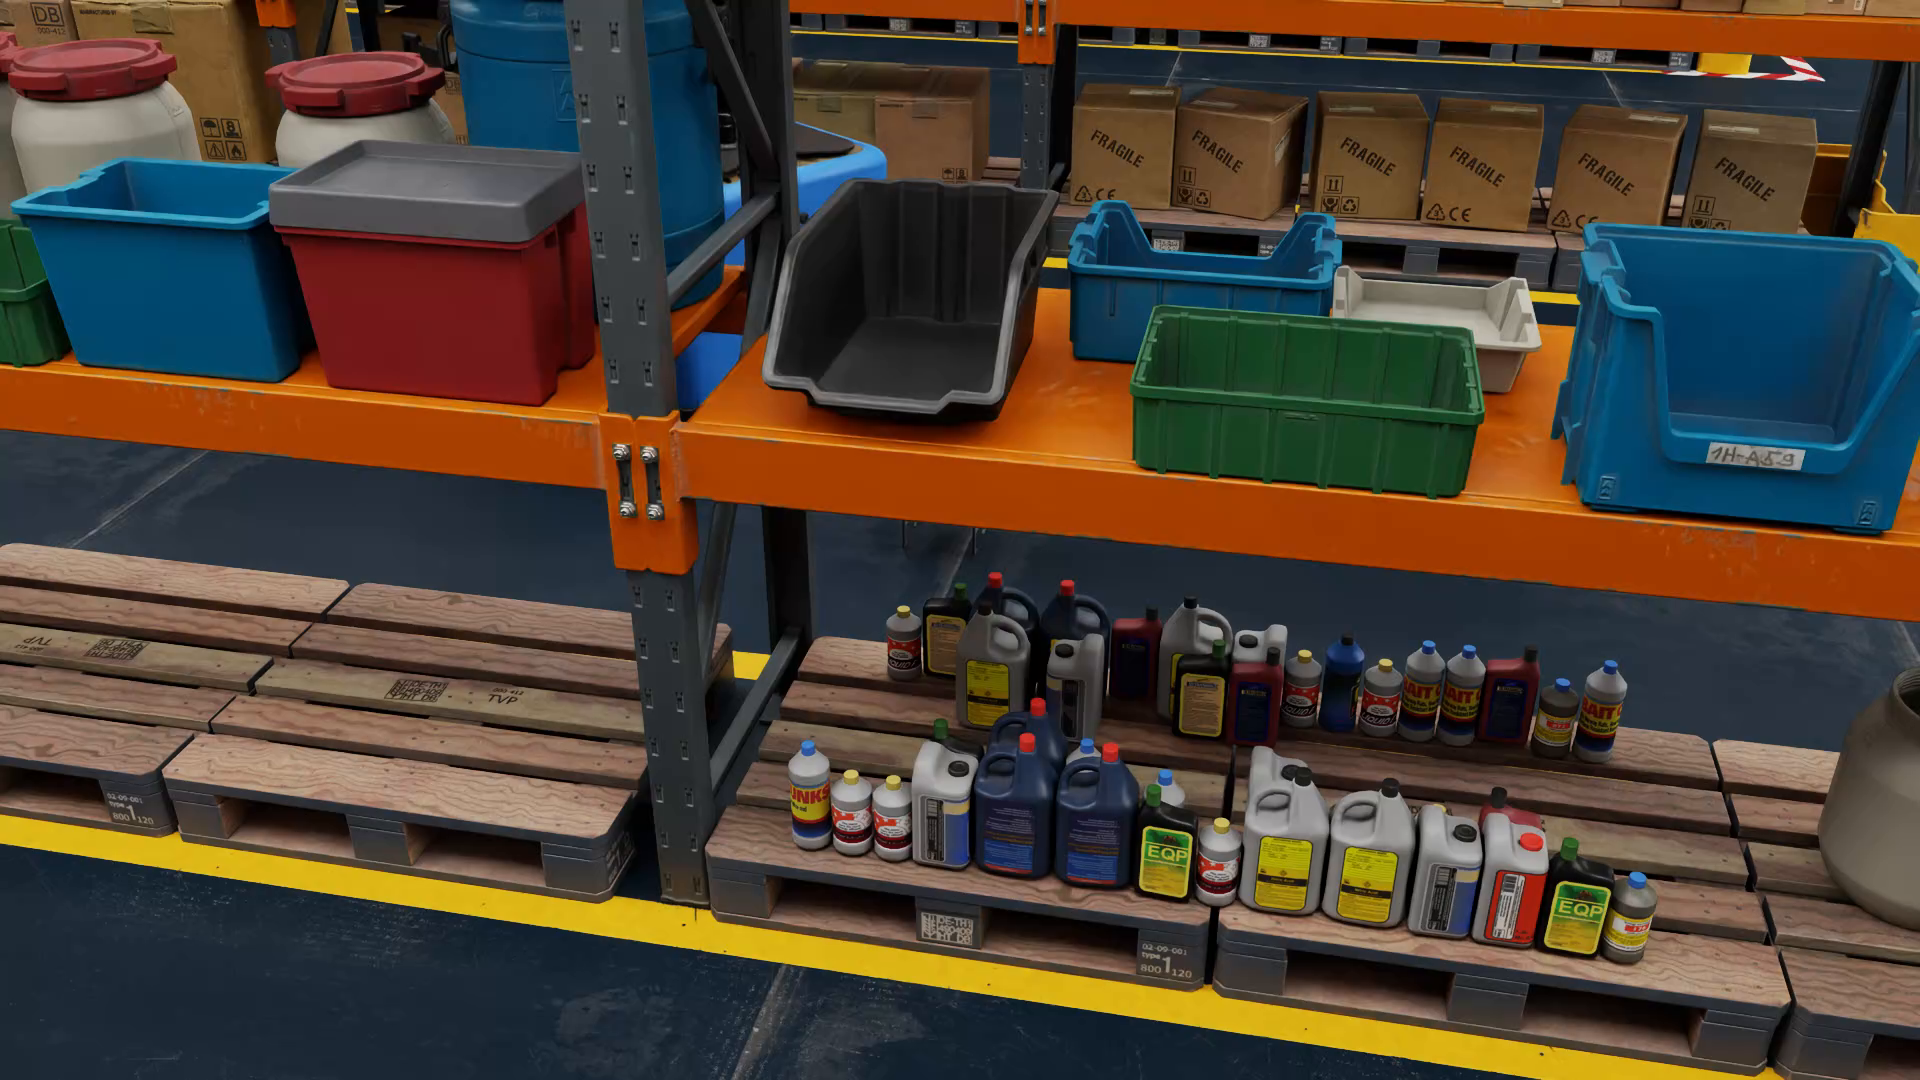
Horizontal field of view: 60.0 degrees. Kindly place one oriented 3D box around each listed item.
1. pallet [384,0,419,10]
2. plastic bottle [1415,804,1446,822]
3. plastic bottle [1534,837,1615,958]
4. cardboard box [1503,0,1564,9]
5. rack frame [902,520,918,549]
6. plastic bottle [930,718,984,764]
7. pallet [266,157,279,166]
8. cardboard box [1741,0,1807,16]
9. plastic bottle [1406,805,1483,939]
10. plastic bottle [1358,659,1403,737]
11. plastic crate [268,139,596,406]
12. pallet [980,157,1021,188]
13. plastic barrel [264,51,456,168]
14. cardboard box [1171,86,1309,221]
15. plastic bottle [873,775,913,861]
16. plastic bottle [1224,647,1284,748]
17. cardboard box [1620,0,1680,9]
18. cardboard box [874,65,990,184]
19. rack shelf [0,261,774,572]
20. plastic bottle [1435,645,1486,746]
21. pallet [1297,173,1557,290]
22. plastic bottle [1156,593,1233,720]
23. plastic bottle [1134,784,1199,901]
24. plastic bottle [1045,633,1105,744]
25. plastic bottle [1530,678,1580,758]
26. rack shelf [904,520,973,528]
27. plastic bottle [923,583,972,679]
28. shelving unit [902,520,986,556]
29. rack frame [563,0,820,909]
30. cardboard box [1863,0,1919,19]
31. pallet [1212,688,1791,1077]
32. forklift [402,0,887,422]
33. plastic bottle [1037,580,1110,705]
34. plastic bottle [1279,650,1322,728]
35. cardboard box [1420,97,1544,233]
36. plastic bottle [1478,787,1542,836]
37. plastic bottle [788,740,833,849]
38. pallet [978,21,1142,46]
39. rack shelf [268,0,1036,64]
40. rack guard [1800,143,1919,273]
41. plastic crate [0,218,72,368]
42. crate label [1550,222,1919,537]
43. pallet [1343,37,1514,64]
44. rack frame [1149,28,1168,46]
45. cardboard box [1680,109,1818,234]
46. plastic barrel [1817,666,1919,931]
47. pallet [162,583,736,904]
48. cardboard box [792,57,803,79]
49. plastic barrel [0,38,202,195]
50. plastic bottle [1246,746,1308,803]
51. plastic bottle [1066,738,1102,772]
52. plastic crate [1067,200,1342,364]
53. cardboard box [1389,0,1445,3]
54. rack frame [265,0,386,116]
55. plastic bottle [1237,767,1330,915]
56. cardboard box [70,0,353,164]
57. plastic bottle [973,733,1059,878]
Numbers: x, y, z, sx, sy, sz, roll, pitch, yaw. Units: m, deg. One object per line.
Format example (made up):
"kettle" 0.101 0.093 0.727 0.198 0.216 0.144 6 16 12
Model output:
"pallet" -4.270 -4.674 14.068 1.213 0.211 1.003 6 29 11
"plastic bottle" 1.082 0.696 3.811 0.097 0.201 0.097 0 29 0
"plastic bottle" 1.333 0.770 3.591 0.133 0.283 0.061 7 29 12
"cardboard box" 2.562 -2.496 7.447 0.250 0.149 0.380 6 29 11
"rack frame" -0.172 -0.478 5.530 0.008 1.050 0.200 6 29 11
"plastic bottle" -0.010 0.557 3.979 0.133 0.283 0.061 6 29 11
"pallet" -4.206 -2.267 9.671 1.213 0.211 1.003 6 29 11
"cardboard box" 3.551 -2.421 7.311 0.250 0.149 0.380 6 29 11
"plastic bottle" 1.074 0.724 3.682 0.135 0.276 0.152 5 29 9
"plastic bottle" 1.100 0.404 4.344 0.097 0.201 0.097 0 29 0
"plastic crate" -1.111 -0.582 3.622 0.583 0.464 0.402 6 29 11
"pallet" -0.301 -1.829 8.871 1.213 0.211 1.003 6 29 11
"plastic barrel" -1.463 -0.907 4.142 0.433 0.535 0.433 0 29 0
"cardboard box" 1.405 -1.950 8.353 0.500 0.500 0.500 16 32 26
"plastic bottle" -0.155 0.644 3.906 0.097 0.201 0.097 0 29 0
"plastic bottle" 0.756 0.399 4.268 0.133 0.283 0.061 6 29 11
"cardboard box" 3.074 -2.498 7.451 0.250 0.149 0.380 6 29 11
"cardboard box" -0.135 -2.143 8.685 0.500 0.500 0.700 4 29 7
"rack shelf" -2.529 -0.534 4.350 4.000 0.370 1.077 6 29 11
"plastic bottle" 1.295 0.394 4.290 0.097 0.271 0.097 0 29 0
"pallet" 2.322 -1.580 8.415 1.213 0.211 1.003 6 29 11
"plastic bottle" 0.620 0.301 4.377 0.185 0.351 0.144 6 29 10
"plastic bottle" 0.467 0.681 3.753 0.133 0.283 0.061 7 30 13
"plastic bottle" 0.298 0.374 4.322 0.135 0.276 0.152 6 29 11
"plastic bottle" 1.529 0.448 4.263 0.097 0.201 0.097 0 29 0
"rack shelf" -0.052 -0.213 5.646 0.240 0.259 0.215 6 29 11
"plastic bottle" -0.034 0.243 4.553 0.133 0.283 0.061 7 30 13
"shelving unit" -0.052 -0.466 5.508 0.252 1.050 0.215 6 29 11
"rack frame" -0.574 -0.649 3.811 0.127 3.000 1.000 6 29 11
"cardboard box" 4.051 -2.395 7.263 0.250 0.149 0.380 6 29 11
"pallet" 1.271 0.783 4.100 1.213 0.211 1.003 6 29 11
"forklift" -1.625 -2.159 6.642 1.130 2.935 3.031 -24 37 -37
"plastic bottle" 0.304 0.269 4.436 0.185 0.351 0.144 4 29 8
"plastic bottle" 0.899 0.384 4.381 0.097 0.201 0.097 0 29 0
"cardboard box" 2.565 -1.847 8.166 0.500 0.500 0.500 9 30 15
"plastic bottle" 1.232 0.684 3.747 0.133 0.283 0.061 6 29 11
"plastic bottle" -0.353 0.593 3.926 0.097 0.271 0.097 0 29 0
"pallet" 0.825 -4.113 13.042 1.213 0.211 1.003 6 29 11
"rack shelf" -1.495 -2.860 8.599 4.000 0.370 1.077 6 29 11
"rack guard" 4.298 -1.485 7.941 0.348 0.500 1.175 6 29 11
"plastic crate" -2.336 -0.598 3.939 0.662 0.188 0.450 6 29 11
"crate label" 1.482 -0.321 3.175 0.616 0.435 0.502 6 29 11
"pallet" 3.519 -3.836 12.538 1.213 0.211 1.003 6 29 11
"rack frame" 1.595 -5.294 12.296 0.127 3.000 1.000 6 29 11
"cardboard box" 3.765 -1.732 7.955 0.500 0.500 0.500 11 31 20
"plastic barrel" 2.189 0.579 3.722 0.421 0.512 0.421 0 29 0
"pallet" -1.350 0.514 4.591 1.213 0.211 1.003 6 29 11
"cardboard box" -1.145 -2.255 8.891 0.500 0.500 0.700 3 29 6
"plastic barrel" -2.181 -0.981 4.276 0.433 0.535 0.433 0 29 0
"plastic bottle" 0.736 0.618 3.875 0.135 0.276 0.152 6 29 11
"plastic bottle" 0.296 0.589 3.934 0.097 0.271 0.097 0 29 0
"plastic crate" 0.565 -0.600 3.877 0.616 0.251 0.499 6 29 11
"cardboard box" 2.078 -2.558 7.560 0.250 0.149 0.380 6 29 11
"rack frame" -3.451 -3.376 8.793 0.127 3.000 1.000 6 29 11
"plastic bottle" 0.730 0.658 3.725 0.185 0.351 0.144 6 29 10
"cardboard box" -4.122 -2.707 9.346 0.875 0.875 1.225 5 29 8
"plastic bottle" 0.129 0.596 3.838 0.185 0.351 0.144 7 29 12
